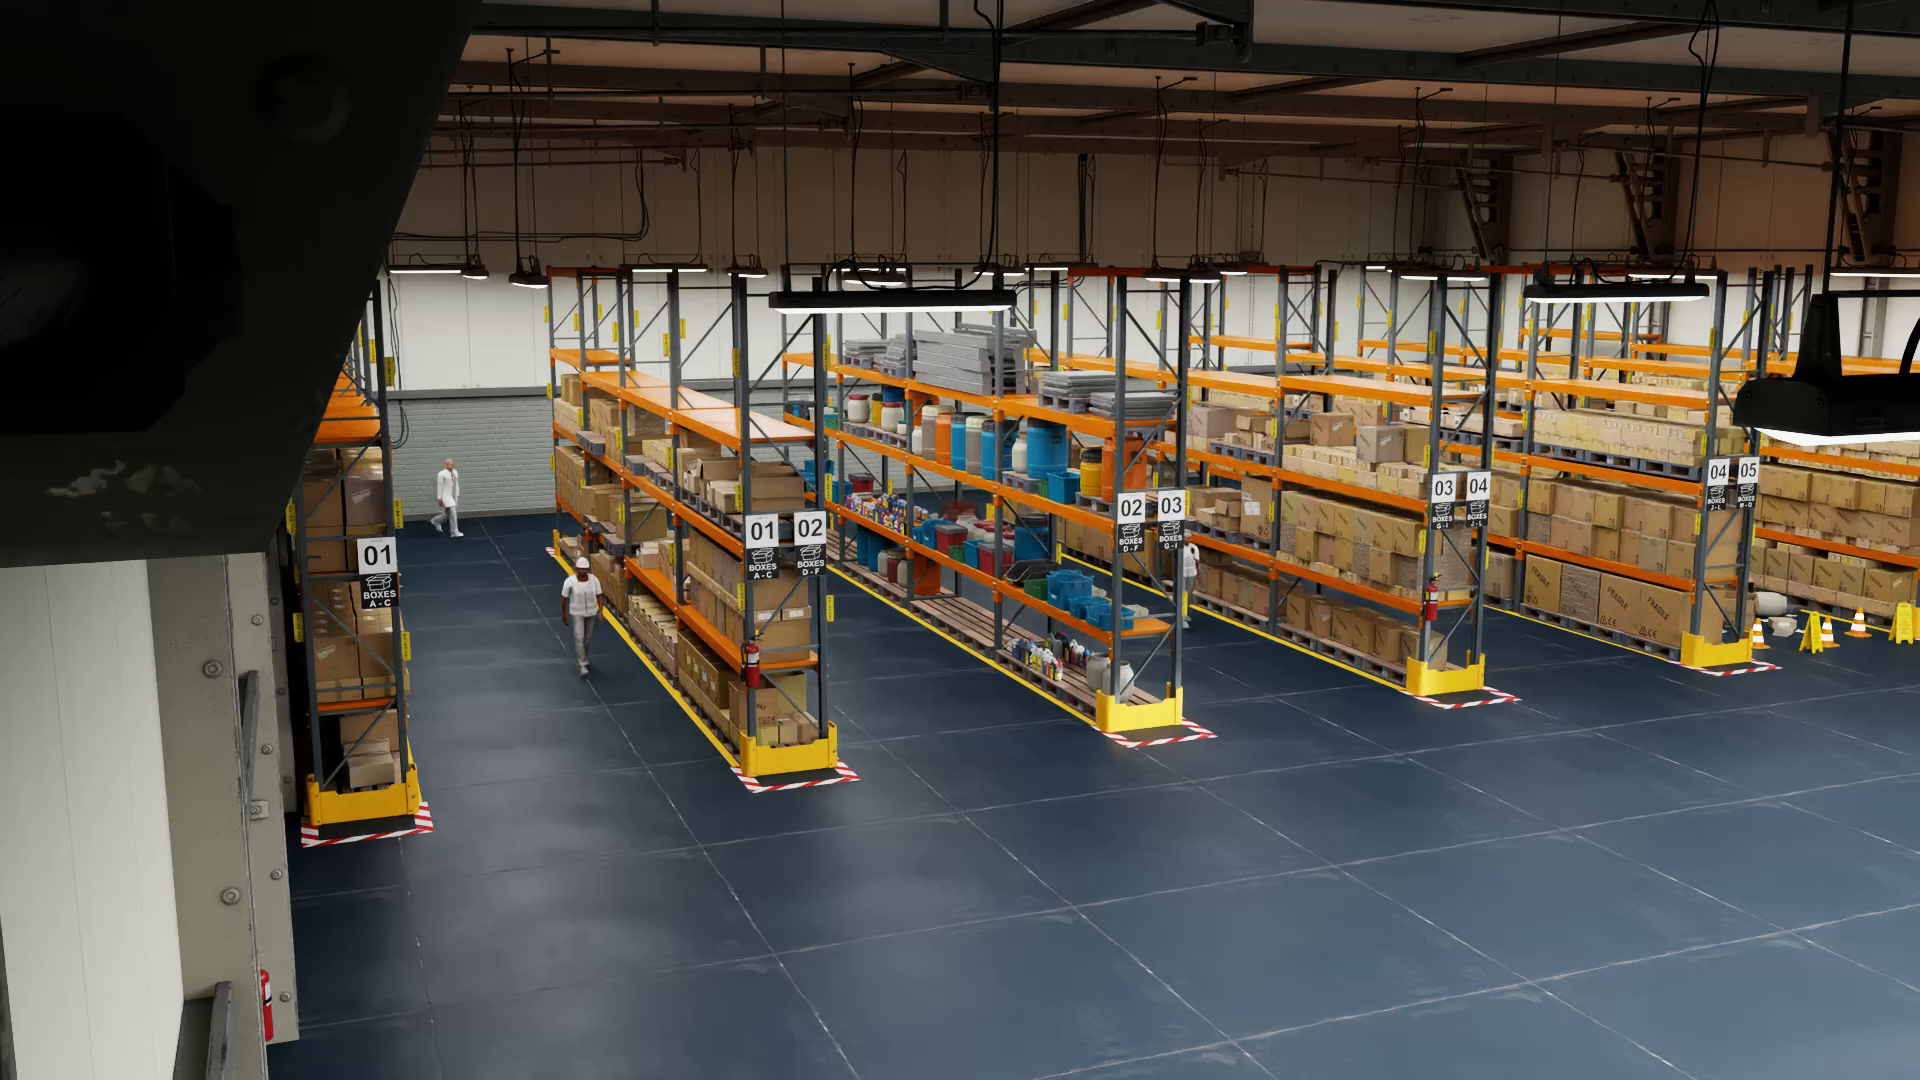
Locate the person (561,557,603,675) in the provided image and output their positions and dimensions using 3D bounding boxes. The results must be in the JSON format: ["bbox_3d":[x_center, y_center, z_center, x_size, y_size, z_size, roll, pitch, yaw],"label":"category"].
[{"bbox_3d":[-5.665,1.116,25.136,0.584,1.712,0.989,-7,12,-33],"label":"person"}]

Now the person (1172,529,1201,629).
[{"bbox_3d":[3.856,0.625,28.204,0.458,1.643,0.900,-1,10,-5],"label":"person"}]

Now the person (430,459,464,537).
[{"bbox_3d":[-11.443,-0.958,37.055,0.983,1.741,0.583,4,11,19],"label":"person"}]
